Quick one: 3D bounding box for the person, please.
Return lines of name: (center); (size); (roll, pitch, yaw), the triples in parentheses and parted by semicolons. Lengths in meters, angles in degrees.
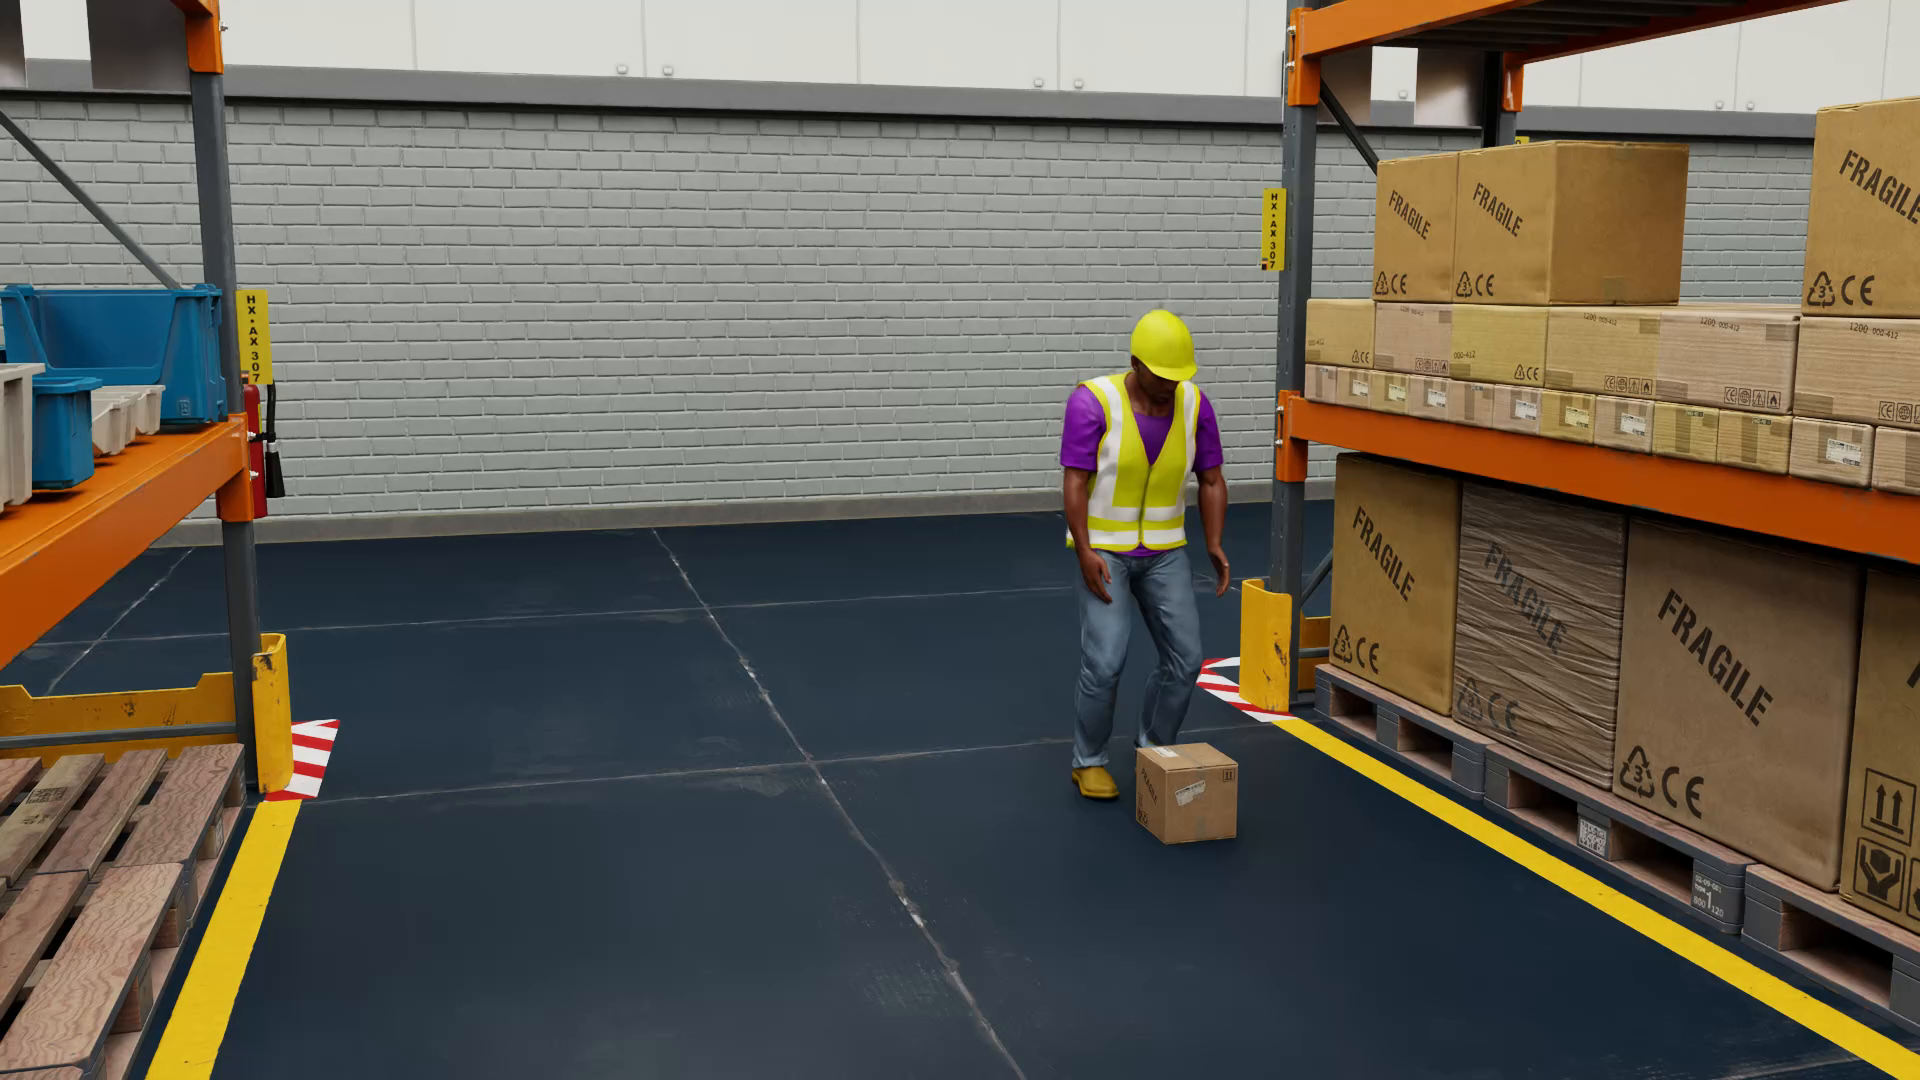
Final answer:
person: (0.639, 0.048, 5.771); (0.602, 1.682, 0.511); (-2, 9, -15)
